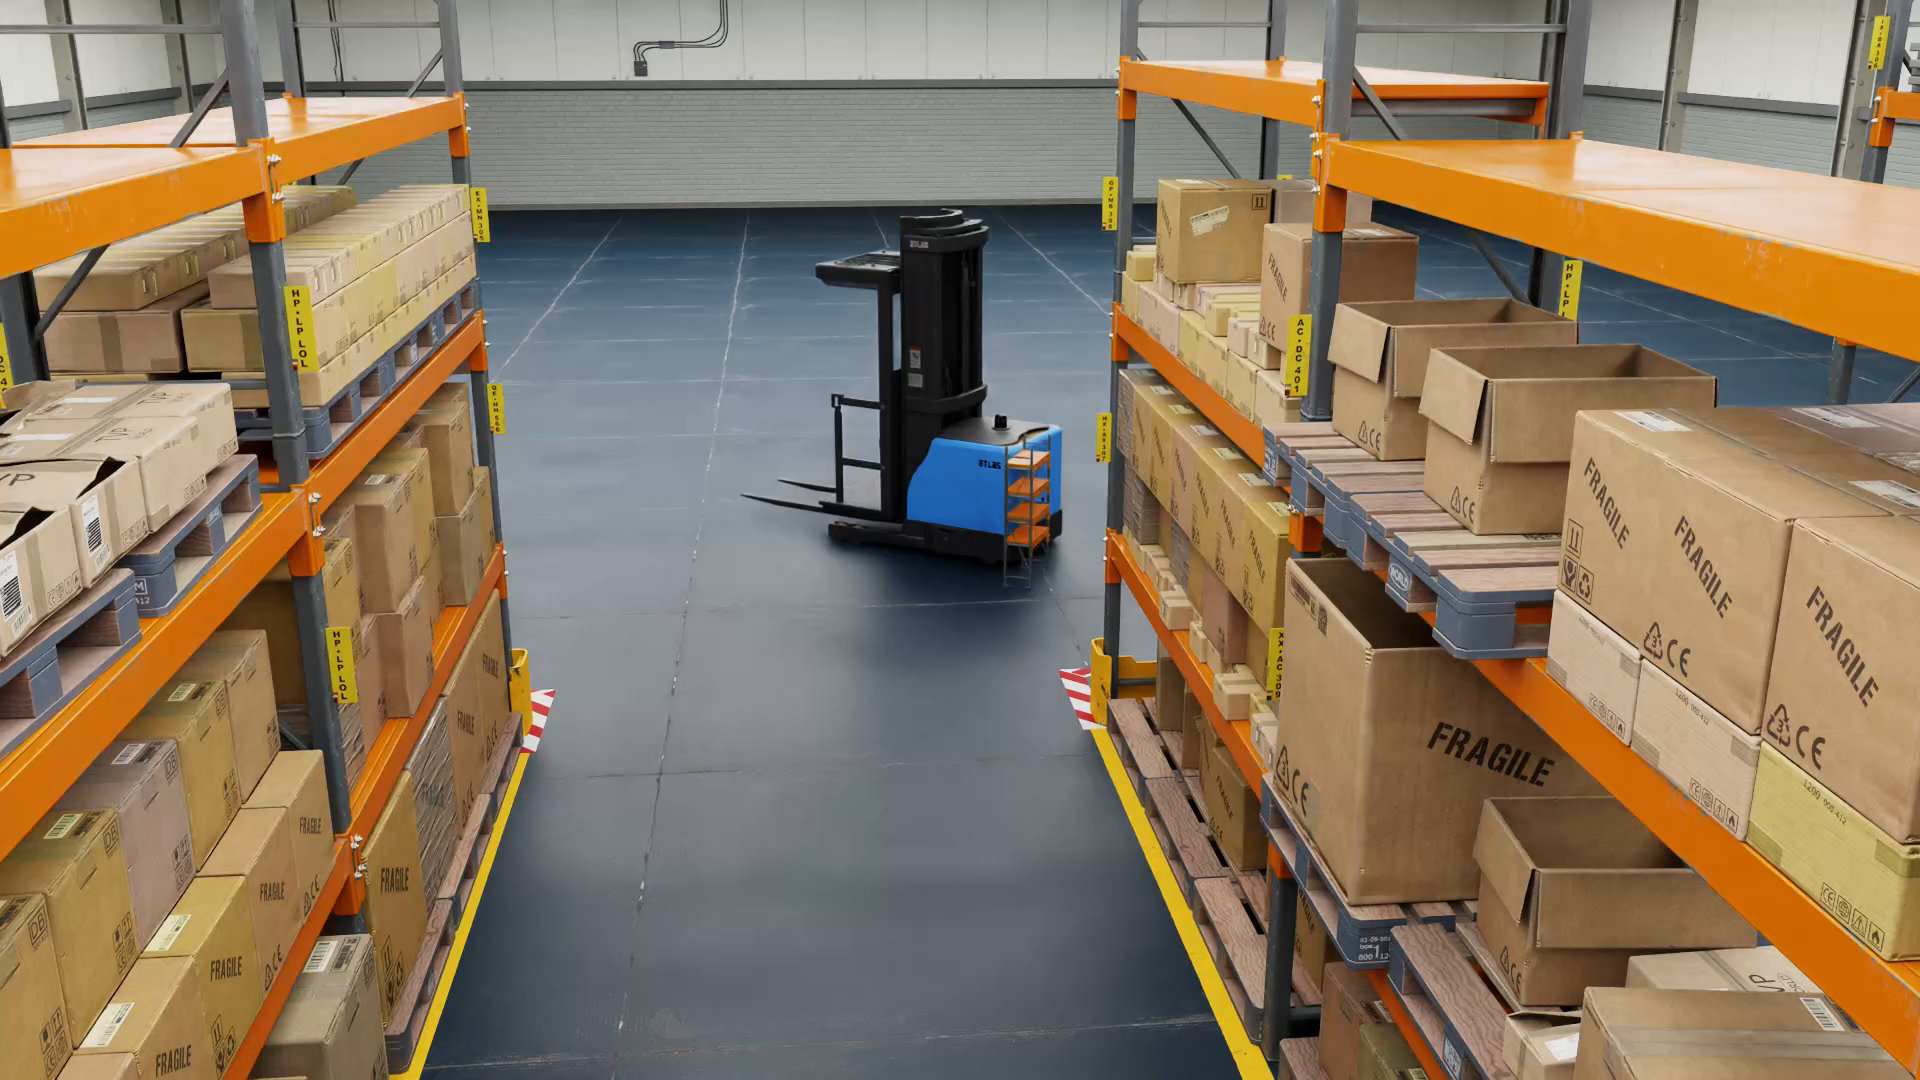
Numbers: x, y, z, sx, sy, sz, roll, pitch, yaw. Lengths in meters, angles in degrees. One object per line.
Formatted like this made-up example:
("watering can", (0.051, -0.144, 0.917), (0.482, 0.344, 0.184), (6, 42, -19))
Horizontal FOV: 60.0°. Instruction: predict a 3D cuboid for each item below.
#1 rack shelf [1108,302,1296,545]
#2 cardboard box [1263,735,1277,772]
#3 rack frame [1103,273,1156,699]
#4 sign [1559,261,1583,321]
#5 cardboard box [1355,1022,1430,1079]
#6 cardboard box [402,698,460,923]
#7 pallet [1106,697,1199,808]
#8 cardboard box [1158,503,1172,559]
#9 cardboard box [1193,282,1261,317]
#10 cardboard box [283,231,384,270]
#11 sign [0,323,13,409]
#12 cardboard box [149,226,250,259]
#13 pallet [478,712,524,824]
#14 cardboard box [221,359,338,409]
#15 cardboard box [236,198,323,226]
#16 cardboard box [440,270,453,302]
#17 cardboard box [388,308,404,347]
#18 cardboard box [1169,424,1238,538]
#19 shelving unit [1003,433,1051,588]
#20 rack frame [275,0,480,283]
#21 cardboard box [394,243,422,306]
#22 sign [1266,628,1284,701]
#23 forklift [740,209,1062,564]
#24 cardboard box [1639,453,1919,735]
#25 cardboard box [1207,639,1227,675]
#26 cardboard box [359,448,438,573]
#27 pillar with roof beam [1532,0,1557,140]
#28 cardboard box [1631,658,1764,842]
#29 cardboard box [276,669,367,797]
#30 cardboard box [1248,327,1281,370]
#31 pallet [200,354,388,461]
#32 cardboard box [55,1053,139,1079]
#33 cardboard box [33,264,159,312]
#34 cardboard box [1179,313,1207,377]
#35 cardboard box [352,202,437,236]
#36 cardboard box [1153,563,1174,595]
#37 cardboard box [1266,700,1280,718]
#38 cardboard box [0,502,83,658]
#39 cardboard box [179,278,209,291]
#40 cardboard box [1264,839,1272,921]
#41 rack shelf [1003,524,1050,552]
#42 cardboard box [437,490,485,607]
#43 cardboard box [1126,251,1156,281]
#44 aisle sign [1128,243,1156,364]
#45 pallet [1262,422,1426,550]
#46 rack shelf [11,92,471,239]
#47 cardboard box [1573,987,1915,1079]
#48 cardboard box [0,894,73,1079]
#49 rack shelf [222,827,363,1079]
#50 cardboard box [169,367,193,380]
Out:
("rack shelf", (1.688, -0.763, 8.792), (1.077, 0.370, 4.000), (-2, 18, -6))
("cardboard box", (1.579, 0.986, 7.449), (0.380, 0.149, 0.250), (-2, 18, -6))
("rack frame", (1.481, -0.271, 11.032), (1.000, 3.000, 0.127), (-2, 18, -6))
("sign", (2.446, -0.963, 6.708), (0.100, 0.325, 0.005), (-2, 18, -6))
("cardboard box", (1.966, 2.230, 6.505), (0.700, 0.500, 0.500), (-2, 18, -6))
("cardboard box", (-3.142, 1.399, 8.558), (0.875, 0.875, 0.875), (-2, 18, -5))
("pallet", (1.538, 1.325, 10.603), (1.003, 0.211, 1.213), (-2, 18, -6))
("cardboard box", (1.682, -0.151, 9.985), (0.875, 0.500, 0.500), (-2, 18, -6))
("cardboard box", (1.452, -1.270, 8.792), (0.380, 0.149, 0.250), (-2, 18, -6))
("cardboard box", (-2.857, -1.318, 7.581), (0.380, 0.149, 0.250), (-2, 17, -5))
("sign", (-3.602, -0.654, 6.249), (0.100, 0.325, 0.005), (-2, 18, -6))
("cardboard box", (-3.534, -1.371, 7.748), (0.380, 0.149, 0.250), (-2, 18, -6))
("pallet", (-3.302, 1.419, 10.306), (1.003, 0.211, 1.213), (-2, 18, -6))
("cardboard box", (-2.749, -0.634, 6.733), (0.380, 0.149, 0.250), (-2, 18, -7))
("cardboard box", (-3.668, -1.752, 8.962), (0.380, 0.149, 0.250), (-2, 17, -5))
("cardboard box", (-3.013, -1.392, 9.145), (0.380, 0.149, 0.250), (-2, 18, -5))
("cardboard box", (-2.883, -1.014, 7.942), (0.380, 0.149, 0.250), (-2, 18, -6))
("cardboard box", (1.422, -0.318, 8.850), (0.500, 0.500, 0.500), (-2, 18, -6))
("shelving unit", (0.566, -0.251, 13.972), (0.258, 1.200, 0.503), (6, 18, 19))
("rack frame", (-3.463, -3.010, 9.741), (1.000, 3.000, 0.127), (-2, 18, -6))
("cardboard box", (-2.981, -1.311, 8.224), (0.500, 0.250, 0.500), (-2, 18, -5))
("sign", (1.355, 0.527, 7.046), (0.100, 0.325, 0.005), (-2, 18, -6))
("forklift", (-0.616, -1.488, 15.022), (3.031, 2.935, 1.130), (10, 20, 28))
("cardboard box", (1.945, 0.108, 3.815), (0.500, 0.500, 0.500), (-2, 18, -6))
("cardboard box", (1.500, 0.612, 8.640), (0.380, 0.149, 0.250), (-2, 18, -6))
("cardboard box", (-3.208, -0.137, 8.552), (0.875, 0.550, 0.500), (-2, 18, -6))
("pillar with roof beam", (9.818, -12.215, 39.063), (9.100, 9.000, 0.400), (-2, 18, -6))
("cardboard box", (1.949, 0.472, 3.910), (0.500, 0.250, 0.500), (-2, 18, -6))
("cardboard box", (-3.100, 0.863, 7.170), (0.875, 0.550, 0.550), (-2, 18, -6))
("cardboard box", (1.524, -0.871, 7.522), (0.380, 0.149, 0.250), (-3, 18, -8))
("pallet", (-3.124, -0.589, 7.185), (1.003, 0.211, 1.213), (-2, 18, -6))
("cardboard box", (-2.522, 1.744, 4.446), (0.500, 0.500, 0.500), (-2, 18, -6))
("cardboard box", (-3.405, -0.995, 6.551), (0.380, 0.149, 0.250), (-2, 18, -6))
("cardboard box", (1.439, -1.023, 8.670), (0.500, 0.250, 0.500), (-1, 17, -4))
("cardboard box", (-2.987, -1.695, 8.782), (0.380, 0.149, 0.250), (-2, 18, -5))
("cardboard box", (1.356, 0.240, 9.825), (0.380, 0.149, 0.250), (-2, 18, -6))
("cardboard box", (1.909, 0.595, 7.610), (0.875, 0.500, 0.500), (-2, 18, -6))
("cardboard box", (-2.598, 0.074, 4.205), (0.500, 0.311, 0.500), (-2, 18, -7))
("cardboard box", (-3.408, -0.995, 7.216), (0.500, 0.250, 0.500), (-2, 18, -6))
("cardboard box", (1.826, 1.622, 8.474), (0.500, 0.500, 0.500), (4, 18, 12))
("rack shelf", (0.565, 0.003, 14.052), (0.258, 0.148, 0.480), (6, 18, 19))
("cardboard box", (-3.301, 0.053, 9.750), (0.875, 0.550, 0.550), (-2, 18, -6))
("cardboard box", (1.210, -1.651, 10.006), (0.380, 0.149, 0.250), (-1, 17, -4))
("aisle sign", (1.176, -1.520, 10.672), (0.394, 0.787, 0.004), (-2, 18, -6))
("pallet", (1.852, -0.233, 6.218), (1.213, 0.211, 1.003), (-2, 18, -6))
("rack shelf", (-3.256, -1.880, 8.011), (1.077, 0.370, 4.000), (-2, 18, -6))
("cardboard box", (2.054, 1.542, 4.391), (0.700, 0.500, 0.500), (1, 17, 3))
("cardboard box", (-2.783, 1.274, 4.277), (0.700, 0.500, 0.500), (-2, 18, -6))
("rack shelf", (-2.844, 1.983, 5.054), (1.077, 0.370, 4.000), (-2, 18, -6))
("cardboard box", (-3.432, -0.689, 6.908), (0.380, 0.149, 0.250), (-1, 17, -5))
